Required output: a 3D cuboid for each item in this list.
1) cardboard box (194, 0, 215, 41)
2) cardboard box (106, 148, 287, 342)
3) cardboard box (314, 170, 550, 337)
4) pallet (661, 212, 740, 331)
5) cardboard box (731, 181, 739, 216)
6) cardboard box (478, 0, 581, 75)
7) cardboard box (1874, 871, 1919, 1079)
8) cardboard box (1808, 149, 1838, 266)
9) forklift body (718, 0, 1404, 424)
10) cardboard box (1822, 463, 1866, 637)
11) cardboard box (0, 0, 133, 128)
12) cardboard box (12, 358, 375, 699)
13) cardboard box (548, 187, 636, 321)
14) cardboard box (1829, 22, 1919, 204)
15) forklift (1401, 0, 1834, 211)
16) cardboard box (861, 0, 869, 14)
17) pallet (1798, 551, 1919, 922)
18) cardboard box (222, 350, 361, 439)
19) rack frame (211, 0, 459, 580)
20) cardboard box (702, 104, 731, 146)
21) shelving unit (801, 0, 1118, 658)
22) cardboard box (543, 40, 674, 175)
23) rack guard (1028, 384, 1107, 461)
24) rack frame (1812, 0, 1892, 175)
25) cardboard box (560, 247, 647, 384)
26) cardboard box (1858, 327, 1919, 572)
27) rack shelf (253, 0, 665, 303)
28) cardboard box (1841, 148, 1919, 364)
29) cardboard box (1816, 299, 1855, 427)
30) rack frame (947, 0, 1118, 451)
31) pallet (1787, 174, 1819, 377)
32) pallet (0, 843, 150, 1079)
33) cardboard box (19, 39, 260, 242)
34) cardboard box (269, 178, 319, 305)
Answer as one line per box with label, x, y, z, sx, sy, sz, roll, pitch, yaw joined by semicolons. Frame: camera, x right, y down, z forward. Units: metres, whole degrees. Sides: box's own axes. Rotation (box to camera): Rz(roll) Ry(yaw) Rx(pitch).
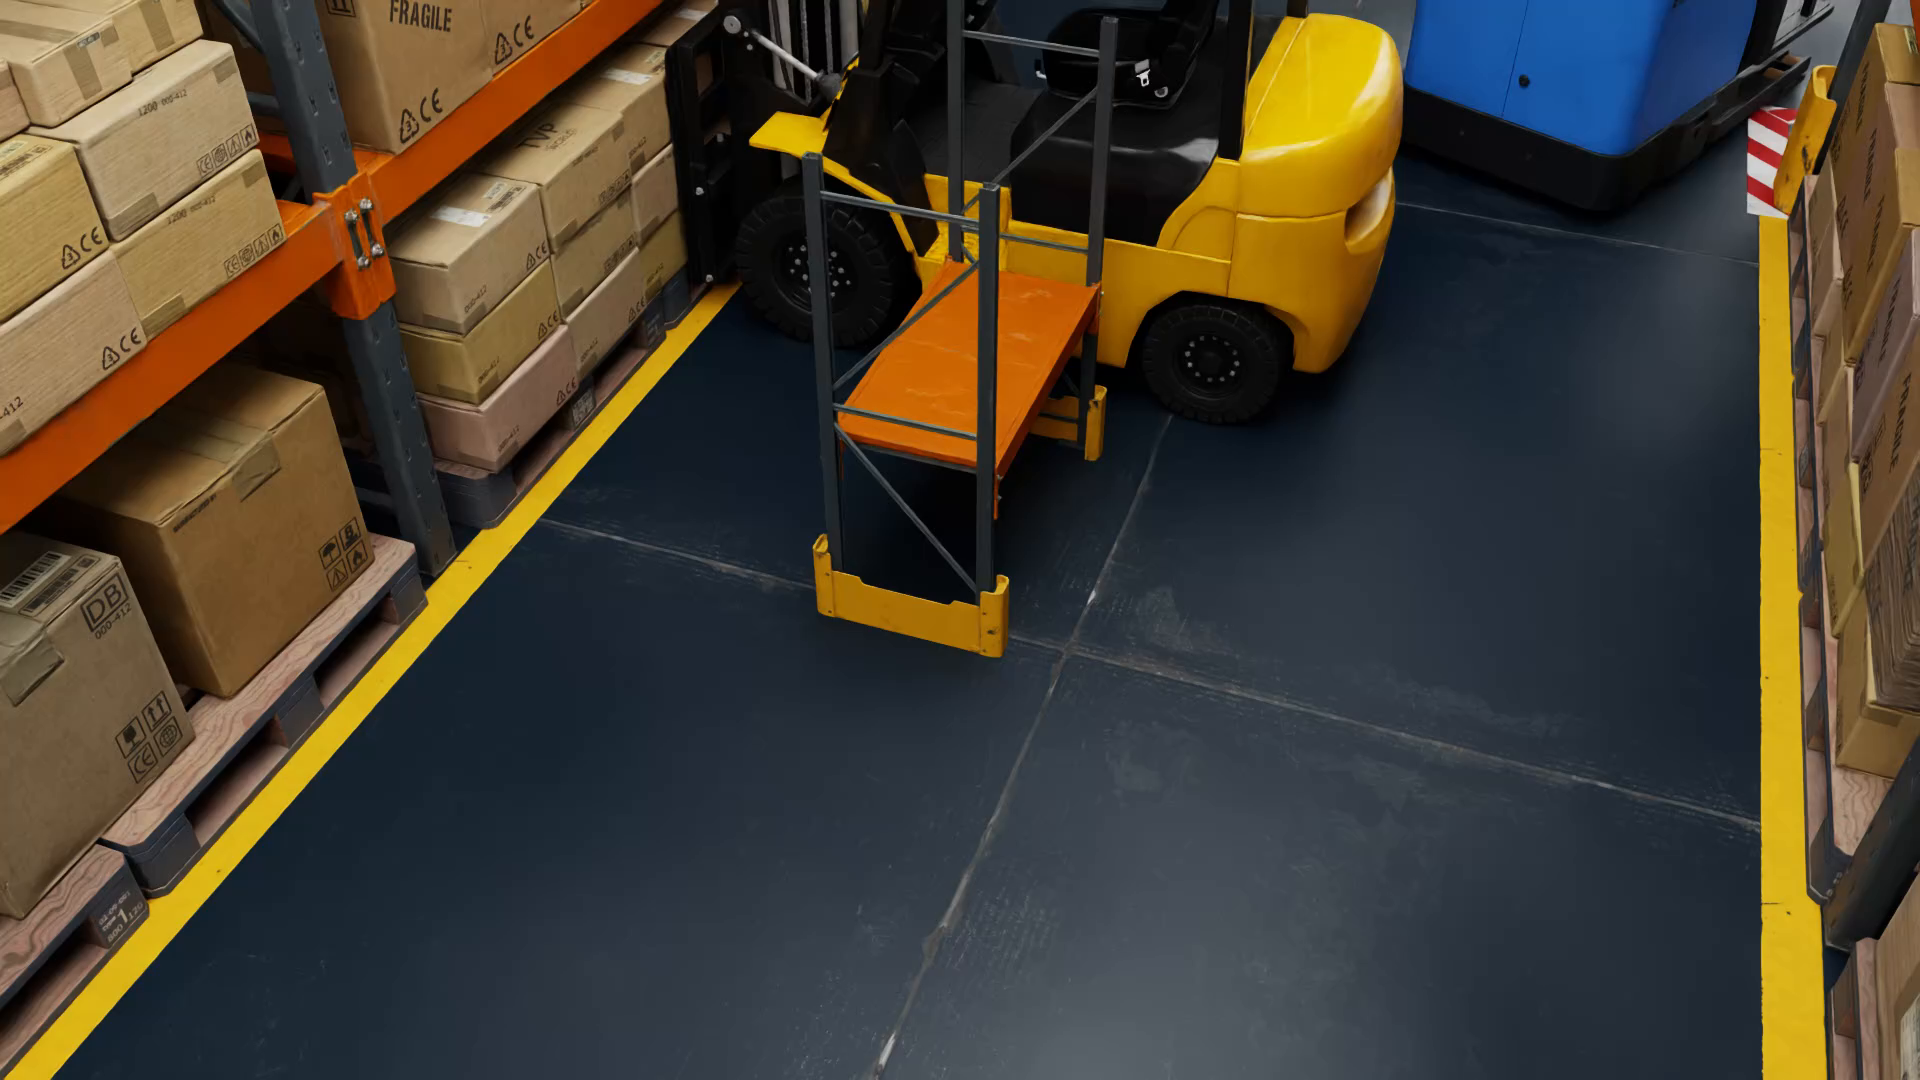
cardboard box;-2.157;-1.539;4.665;0.500;0.500;0.500;13;42;15
cardboard box;-1.983;-0.744;3.927;0.500;0.250;0.500;14;42;16
cardboard box;-1.596;-0.886;5.002;0.500;0.250;0.500;13;42;14
pallet;-1.330;-1.328;6.644;1.003;0.211;1.213;13;42;15
cardboard box;-1.067;-1.437;6.418;0.500;0.250;0.500;15;43;16
cardboard box;-1.497;-1.739;4.900;0.500;0.500;0.500;14;42;16
cardboard box;2.432;1.093;3.359;0.950;0.372;0.625;14;42;16
cardboard box;3.441;-1.190;6.129;0.500;0.250;0.500;13;42;15
forklift body;0.377;-1.722;5.611;2.313;2.155;1.214;13;42;15
cardboard box;2.732;0.072;4.650;0.500;0.250;0.500;12;42;14
cardboard box;-2.036;-1.032;3.572;0.380;0.149;0.250;13;42;14
cardboard box;-2.224;-0.102;4.565;0.875;0.625;0.625;15;43;17
cardboard box;-1.430;-1.005;5.526;0.500;0.250;0.500;13;42;15
cardboard box;3.434;-1.461;5.868;0.500;0.500;0.500;12;42;14
forklift;3.254;-3.296;6.855;1.130;2.935;3.031;32;50;32
cardboard box;-0.561;-2.544;7.330;0.500;0.250;0.500;13;42;15
pallet;2.806;0.576;4.412;1.003;0.211;1.213;13;42;15
cardboard box;-2.080;-0.621;5.462;0.500;0.250;0.500;14;42;16
rack frame;-2.056;-1.167;4.306;1.000;3.000;0.127;13;42;15
cardboard box;-1.074;-1.616;6.243;0.500;0.250;0.500;13;42;15
shelving unit;0.026;-0.617;4.818;0.587;1.500;1.083;13;42;15
cardboard box;-1.252;-1.502;5.724;0.500;0.250;0.500;15;43;17
rack guard;0.196;-0.445;5.579;0.587;0.250;0.087;13;42;15
rack frame;3.977;-2.507;5.877;1.000;3.000;0.127;13;42;15
cardboard box;-1.421;-0.815;5.689;0.500;0.250;0.500;12;42;14
cardboard box;2.732;-0.197;4.387;0.500;0.500;0.500;14;42;16
rack shelf;-1.372;-2.113;5.970;1.077;0.370;4.000;13;42;15
cardboard box;3.080;-0.837;5.137;0.500;0.500;0.500;14;42;16
cardboard box;3.085;-0.545;5.372;0.500;0.250;0.500;16;43;18
rack frame;0.203;-0.933;5.188;0.500;1.500;0.032;13;42;15
pallet;3.640;-0.912;6.156;1.003;0.211;1.213;13;42;15
pallet;-2.687;1.099;3.799;1.003;0.211;1.213;13;42;15
cardboard box;-1.984;-0.943;3.775;0.500;0.250;0.500;12;42;14
cardboard box;-2.070;-1.004;5.140;0.500;0.250;0.500;14;42;16
